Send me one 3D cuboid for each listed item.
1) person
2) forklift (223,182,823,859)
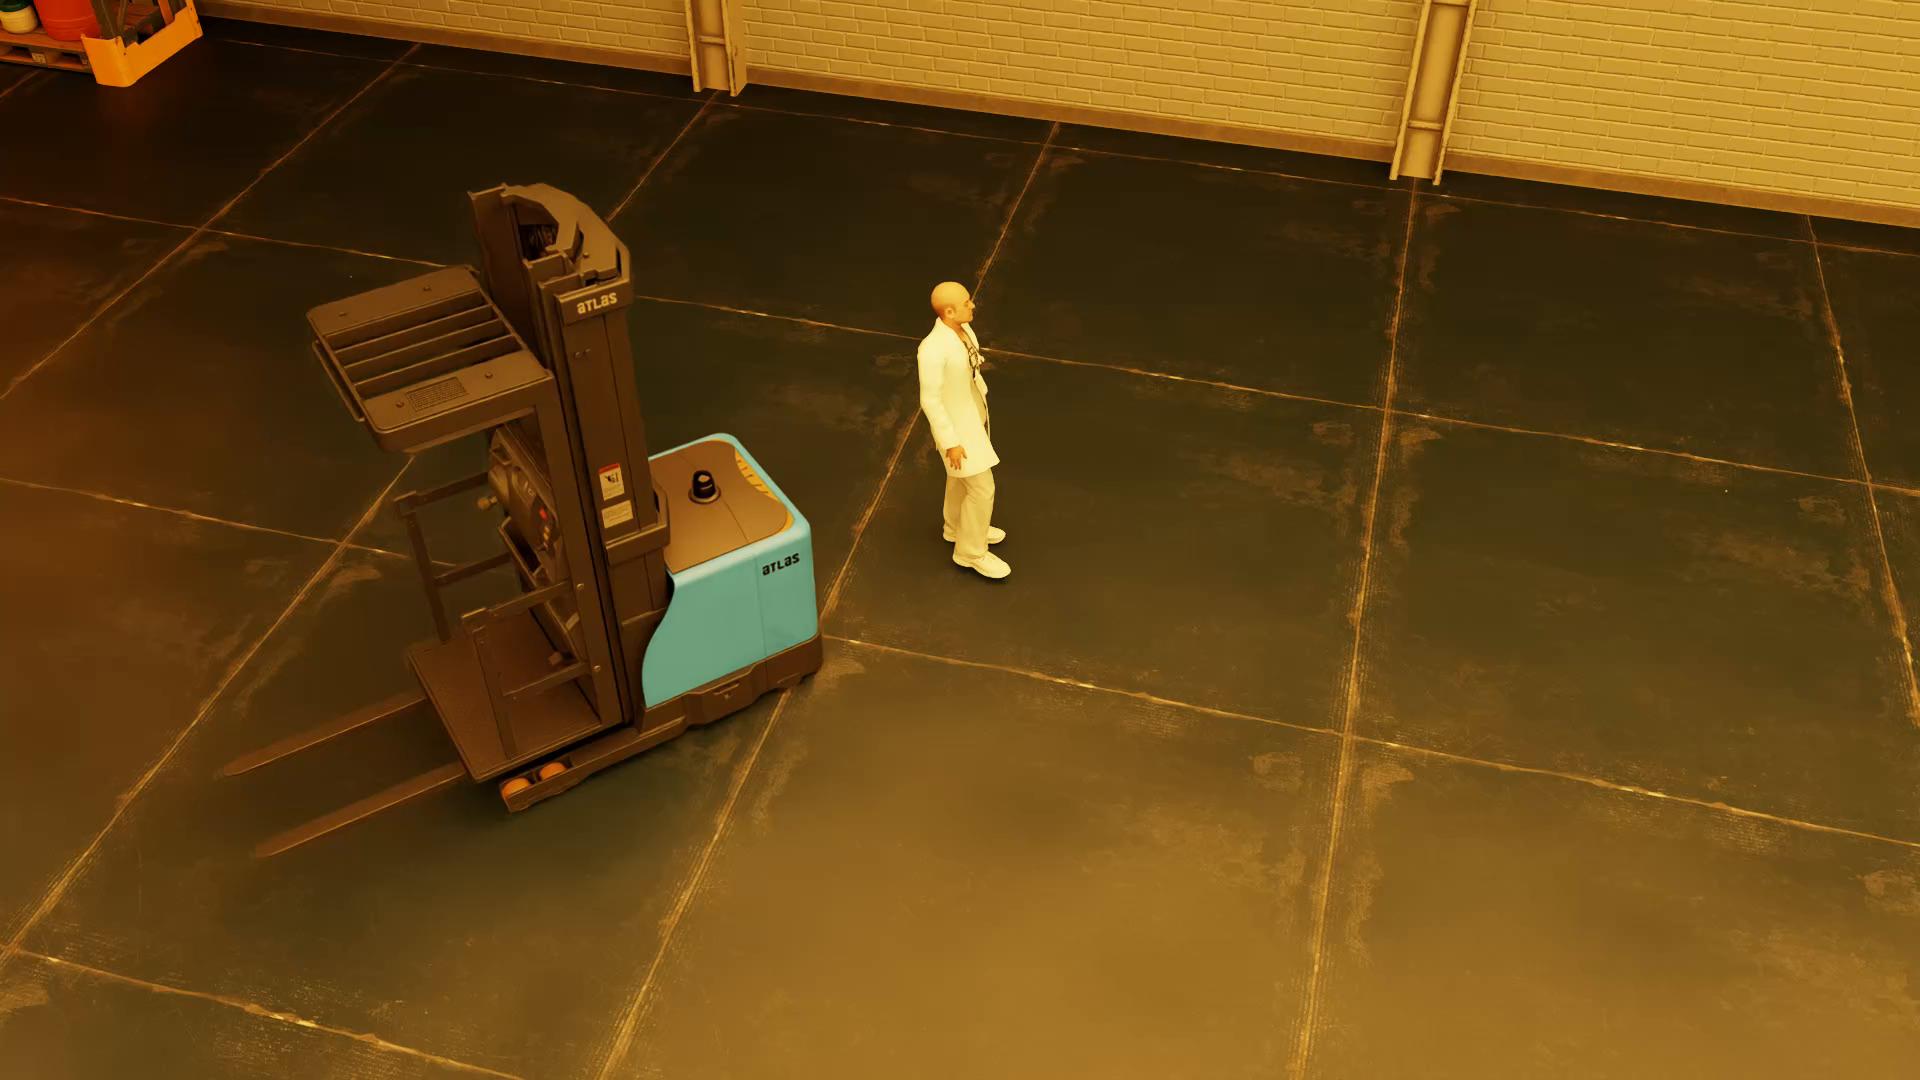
[{"bbox_3d":[0.087,-0.656,9.473,0.581,1.777,0.698,10,42,11],"label":"person"},{"bbox_3d":[-2.278,-0.121,7.999,3.031,2.935,1.130,-23,46,-24],"label":"forklift"}]
